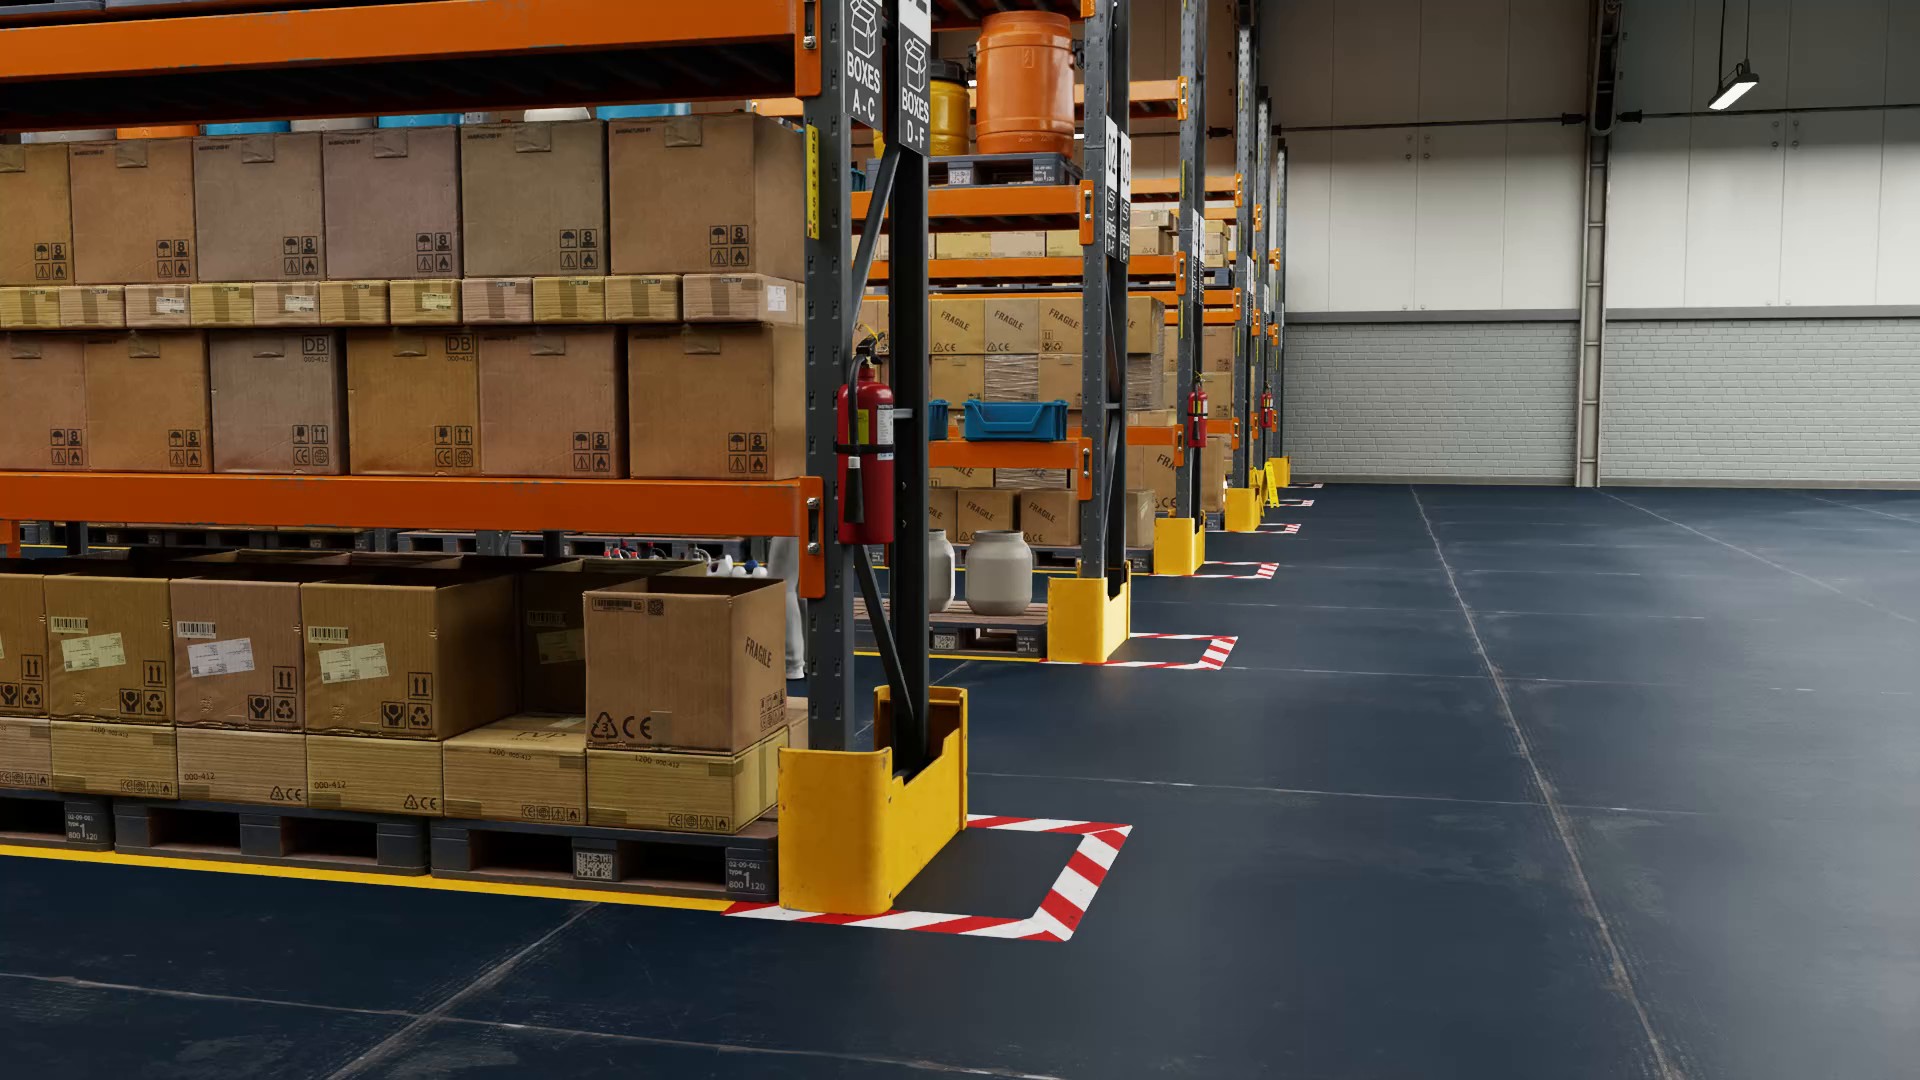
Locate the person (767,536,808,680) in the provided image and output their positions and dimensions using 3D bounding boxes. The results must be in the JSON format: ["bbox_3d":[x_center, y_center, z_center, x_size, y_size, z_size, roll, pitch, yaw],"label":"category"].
[{"bbox_3d":[-0.984,-0.059,9.277,0.548,1.665,0.434,1,5,14],"label":"person"}]
